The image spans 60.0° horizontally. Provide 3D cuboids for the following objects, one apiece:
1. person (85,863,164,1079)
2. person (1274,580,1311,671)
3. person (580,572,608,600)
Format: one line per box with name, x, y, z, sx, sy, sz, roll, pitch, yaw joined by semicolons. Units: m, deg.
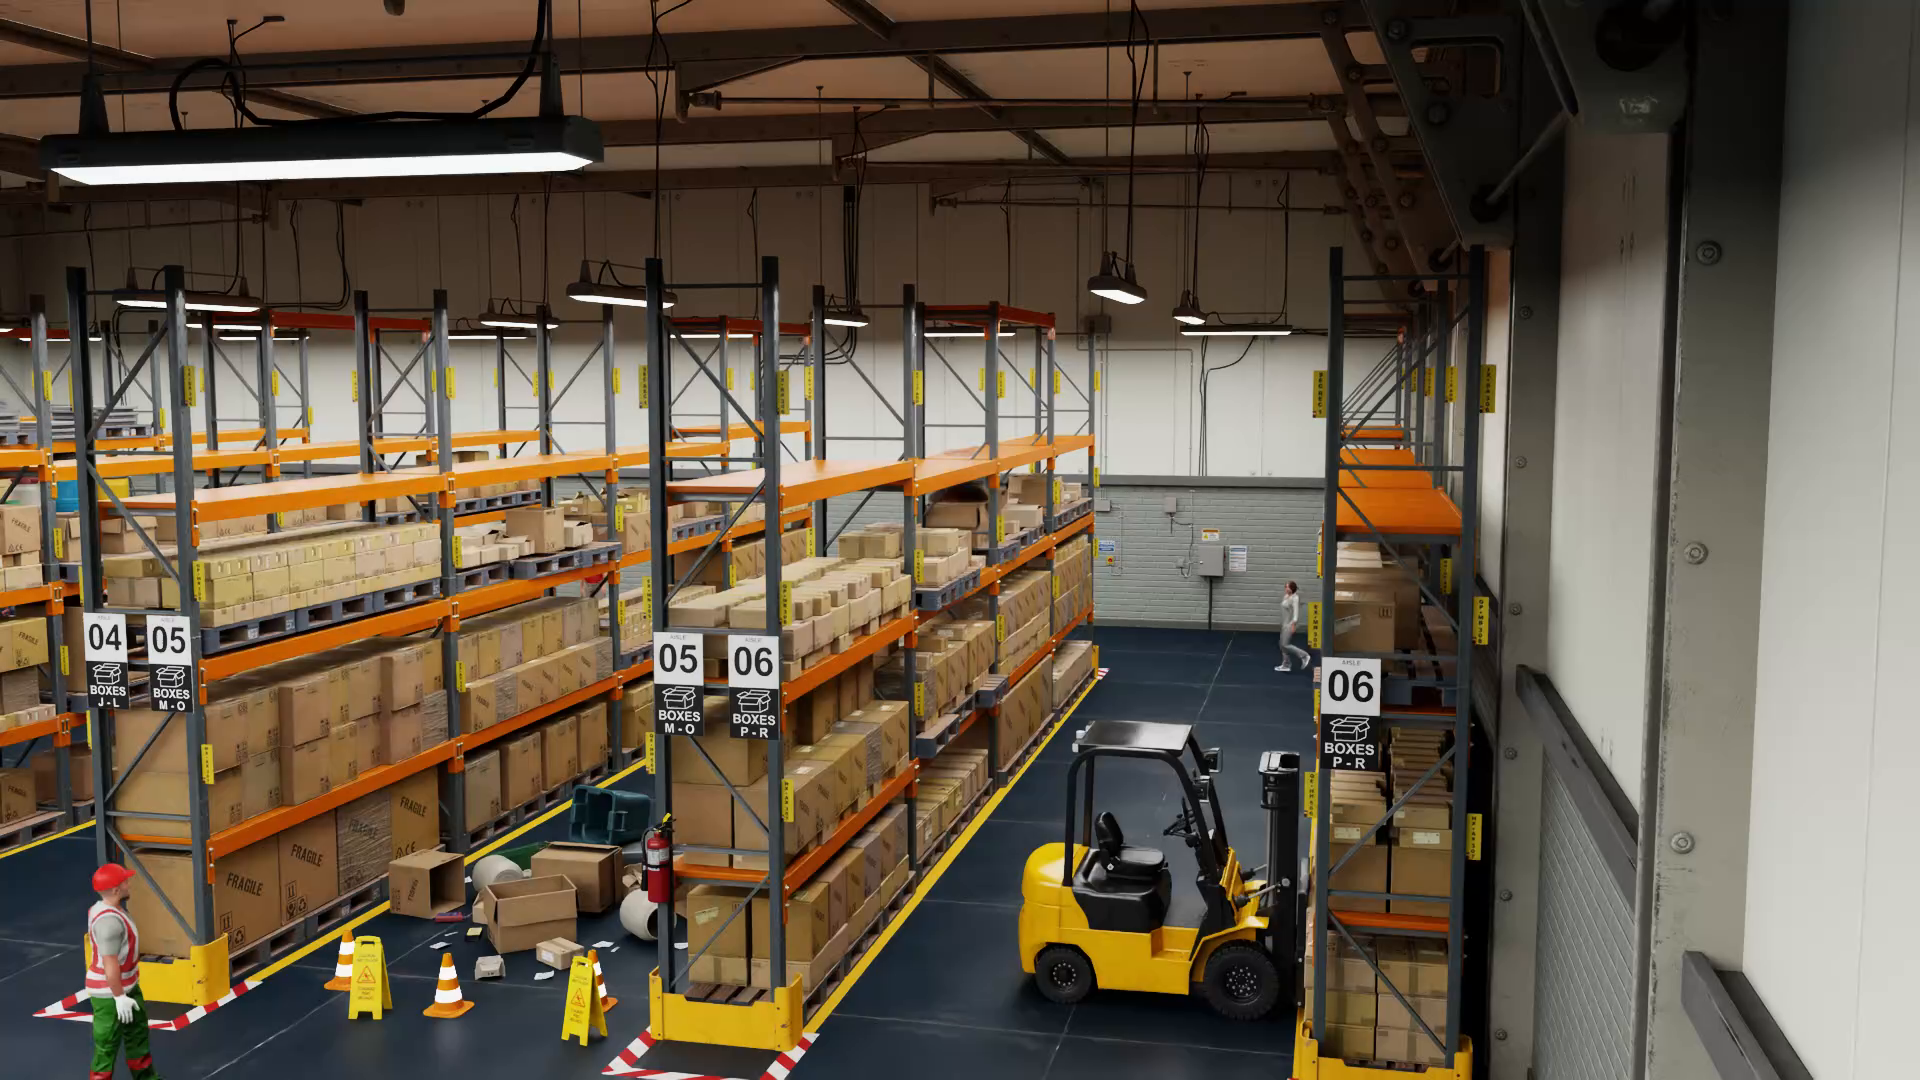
person;-5.771;3.113;11.561;0.557;1.786;0.602;-1;6;-11
person;5.722;1.479;28.564;0.608;1.575;0.426;1;6;11
person;-7.256;0.973;32.959;0.558;1.734;0.377;1;6;7
